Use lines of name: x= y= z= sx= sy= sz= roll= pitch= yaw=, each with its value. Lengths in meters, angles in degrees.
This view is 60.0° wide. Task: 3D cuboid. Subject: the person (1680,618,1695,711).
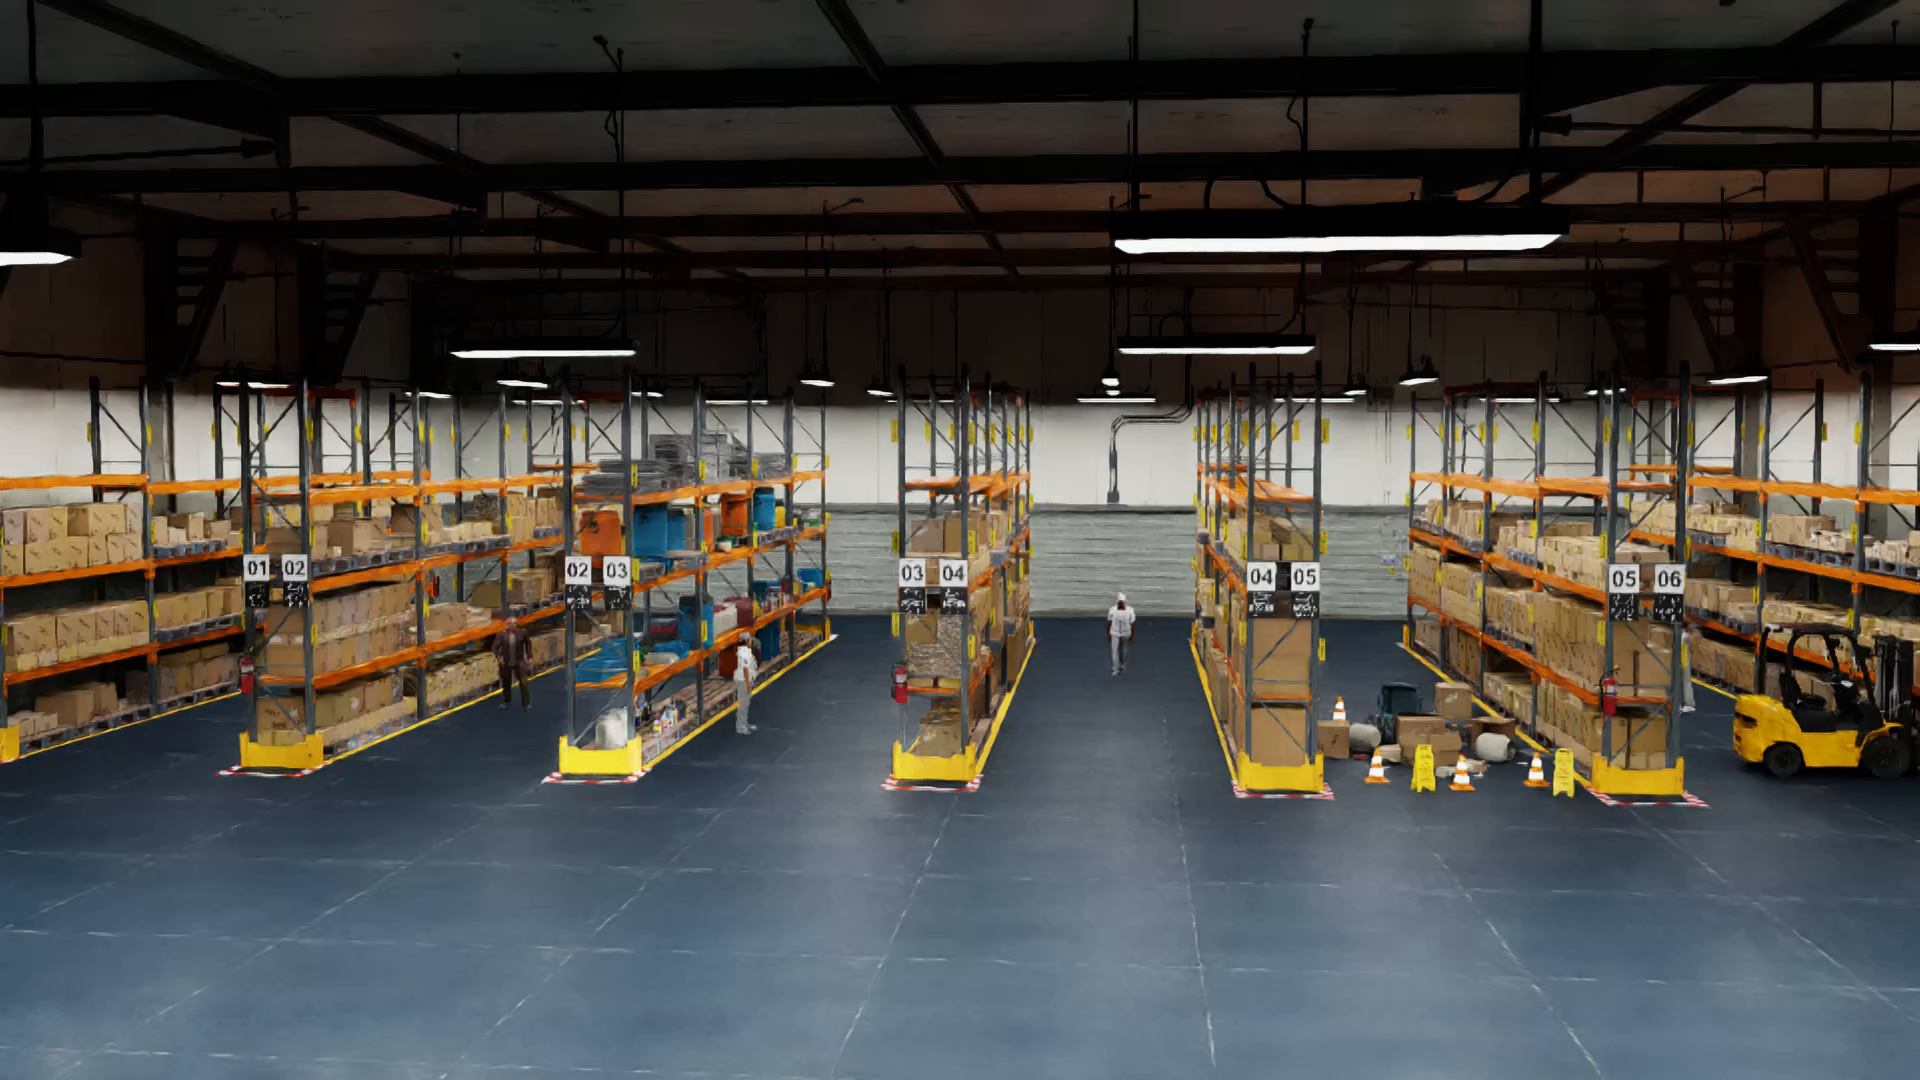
person: x=12.998 y=2.226 z=30.005 sx=0.575 sy=1.667 sz=0.569 roll=2 pitch=4 yaw=32

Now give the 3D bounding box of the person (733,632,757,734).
person: x=-3.594 y=2.371 z=27.827 sx=0.400 sy=1.668 sz=0.608 roll=-1 pitch=4 yaw=-14

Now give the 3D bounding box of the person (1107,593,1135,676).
person: x=3.335 y=1.937 z=34.373 sx=0.577 sy=1.687 sz=1.115 roll=0 pitch=4 yaw=3

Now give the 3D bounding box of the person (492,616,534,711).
person: x=-8.054 y=2.210 z=30.000 sx=0.735 sy=1.712 sz=0.904 roll=-1 pitch=4 yaw=-11
